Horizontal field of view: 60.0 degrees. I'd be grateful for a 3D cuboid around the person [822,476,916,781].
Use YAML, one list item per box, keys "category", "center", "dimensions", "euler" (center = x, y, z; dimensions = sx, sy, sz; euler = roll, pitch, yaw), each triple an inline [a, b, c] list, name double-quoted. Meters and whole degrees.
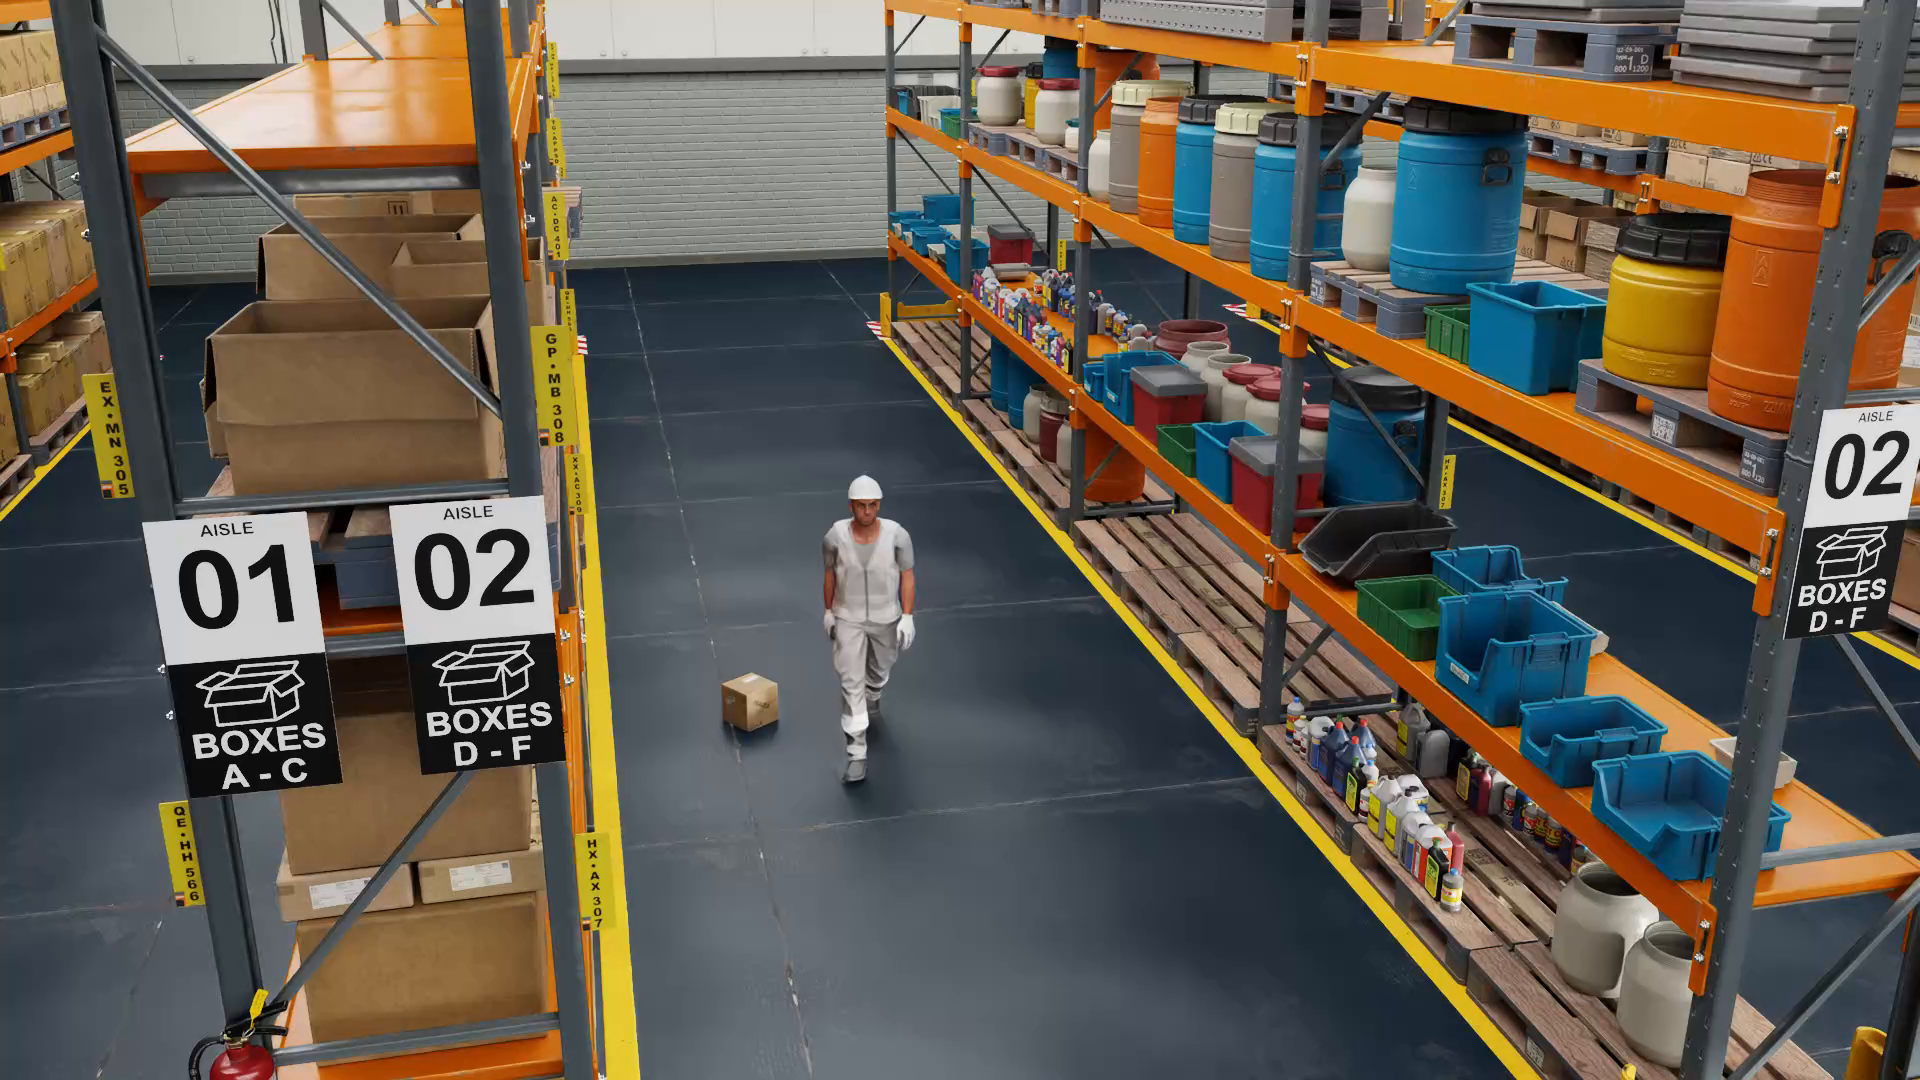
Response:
- category: "person"
  center: [-0.536, 0.442, 9.823]
  dimensions: [0.540, 1.747, 1.073]
  euler: [-2, 20, -7]
